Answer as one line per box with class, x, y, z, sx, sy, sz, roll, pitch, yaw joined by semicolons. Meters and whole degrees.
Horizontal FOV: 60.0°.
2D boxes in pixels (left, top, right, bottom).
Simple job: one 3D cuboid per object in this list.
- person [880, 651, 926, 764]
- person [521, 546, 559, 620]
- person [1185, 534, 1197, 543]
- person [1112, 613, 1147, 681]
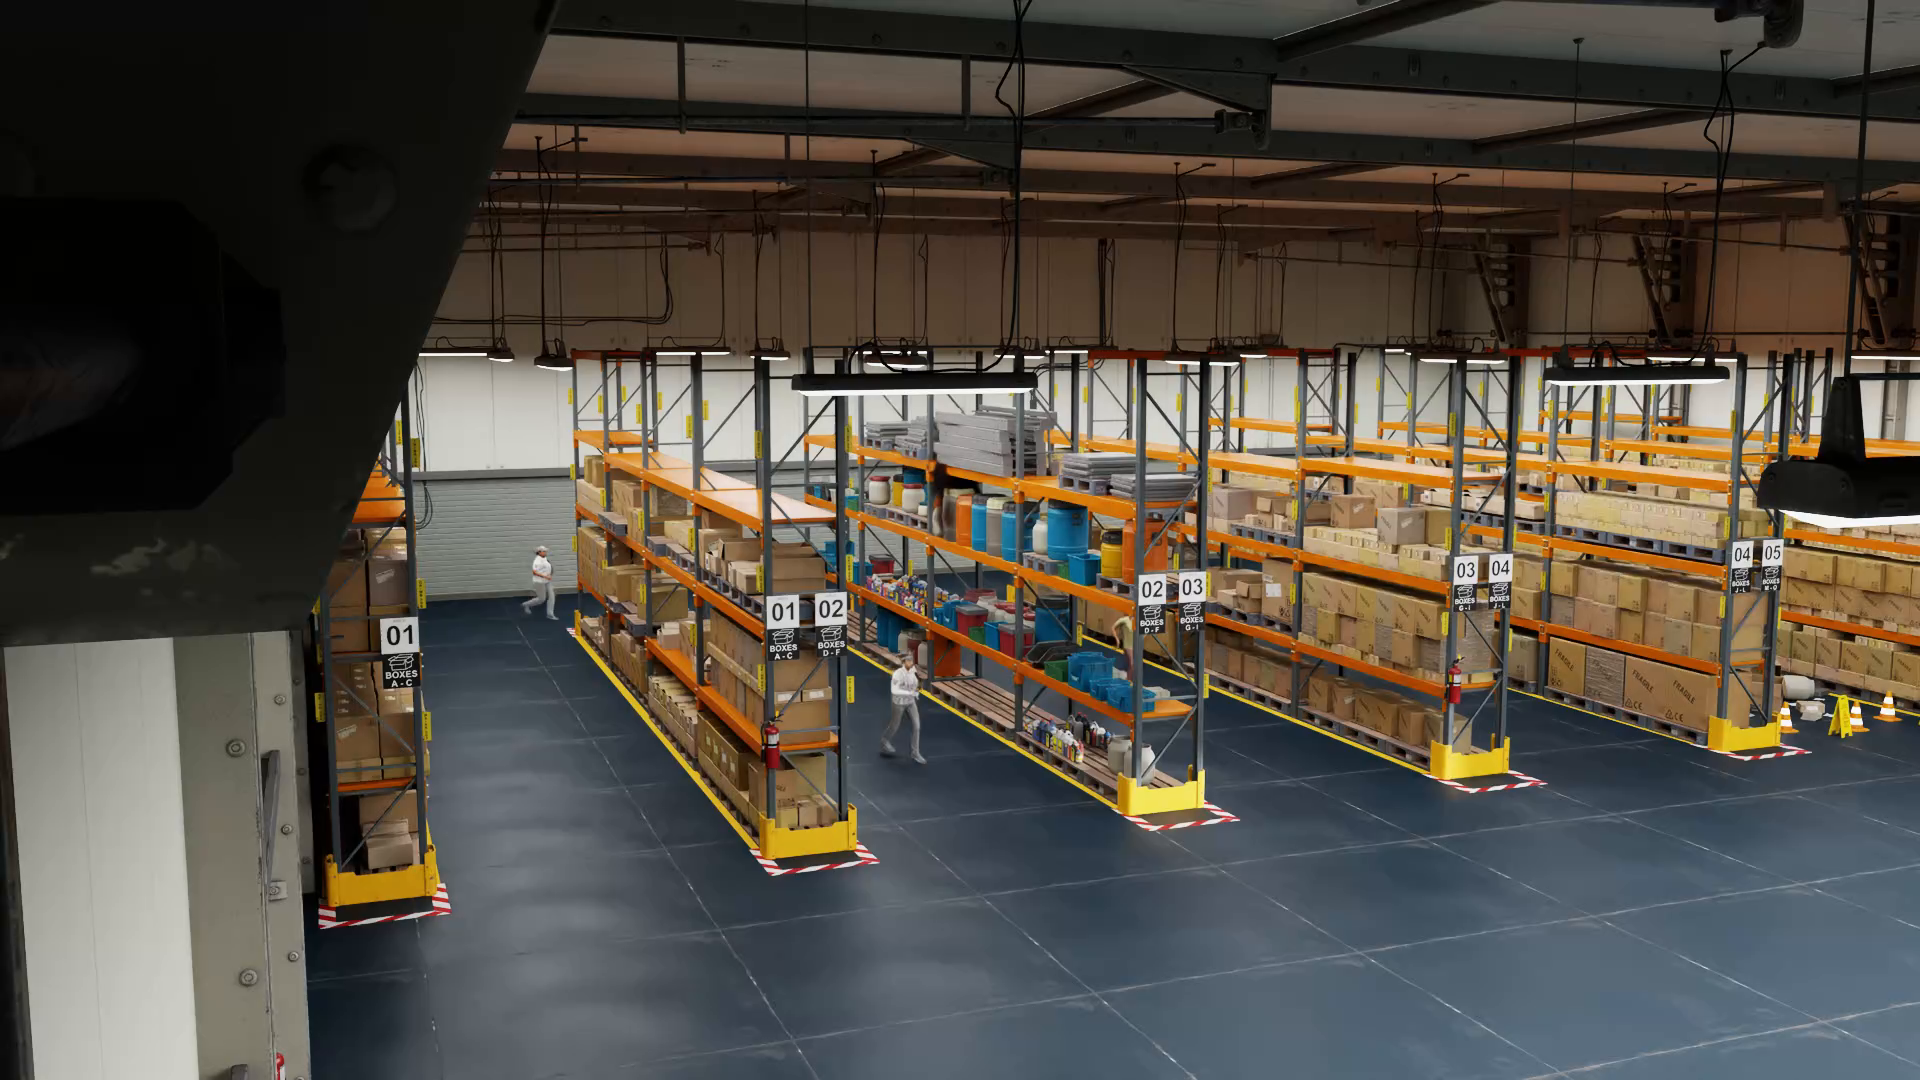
person;-0.862;2.439;24.724;0.610;1.678;0.951;-6;9;-39
person;-9.274;0.958;36.824;0.767;1.672;0.601;1;7;8
person;5.835;0.256;41.732;0.636;1.749;0.724;5;9;37
person;2.997;1.918;28.889;0.531;1.688;0.688;-4;8;-30
